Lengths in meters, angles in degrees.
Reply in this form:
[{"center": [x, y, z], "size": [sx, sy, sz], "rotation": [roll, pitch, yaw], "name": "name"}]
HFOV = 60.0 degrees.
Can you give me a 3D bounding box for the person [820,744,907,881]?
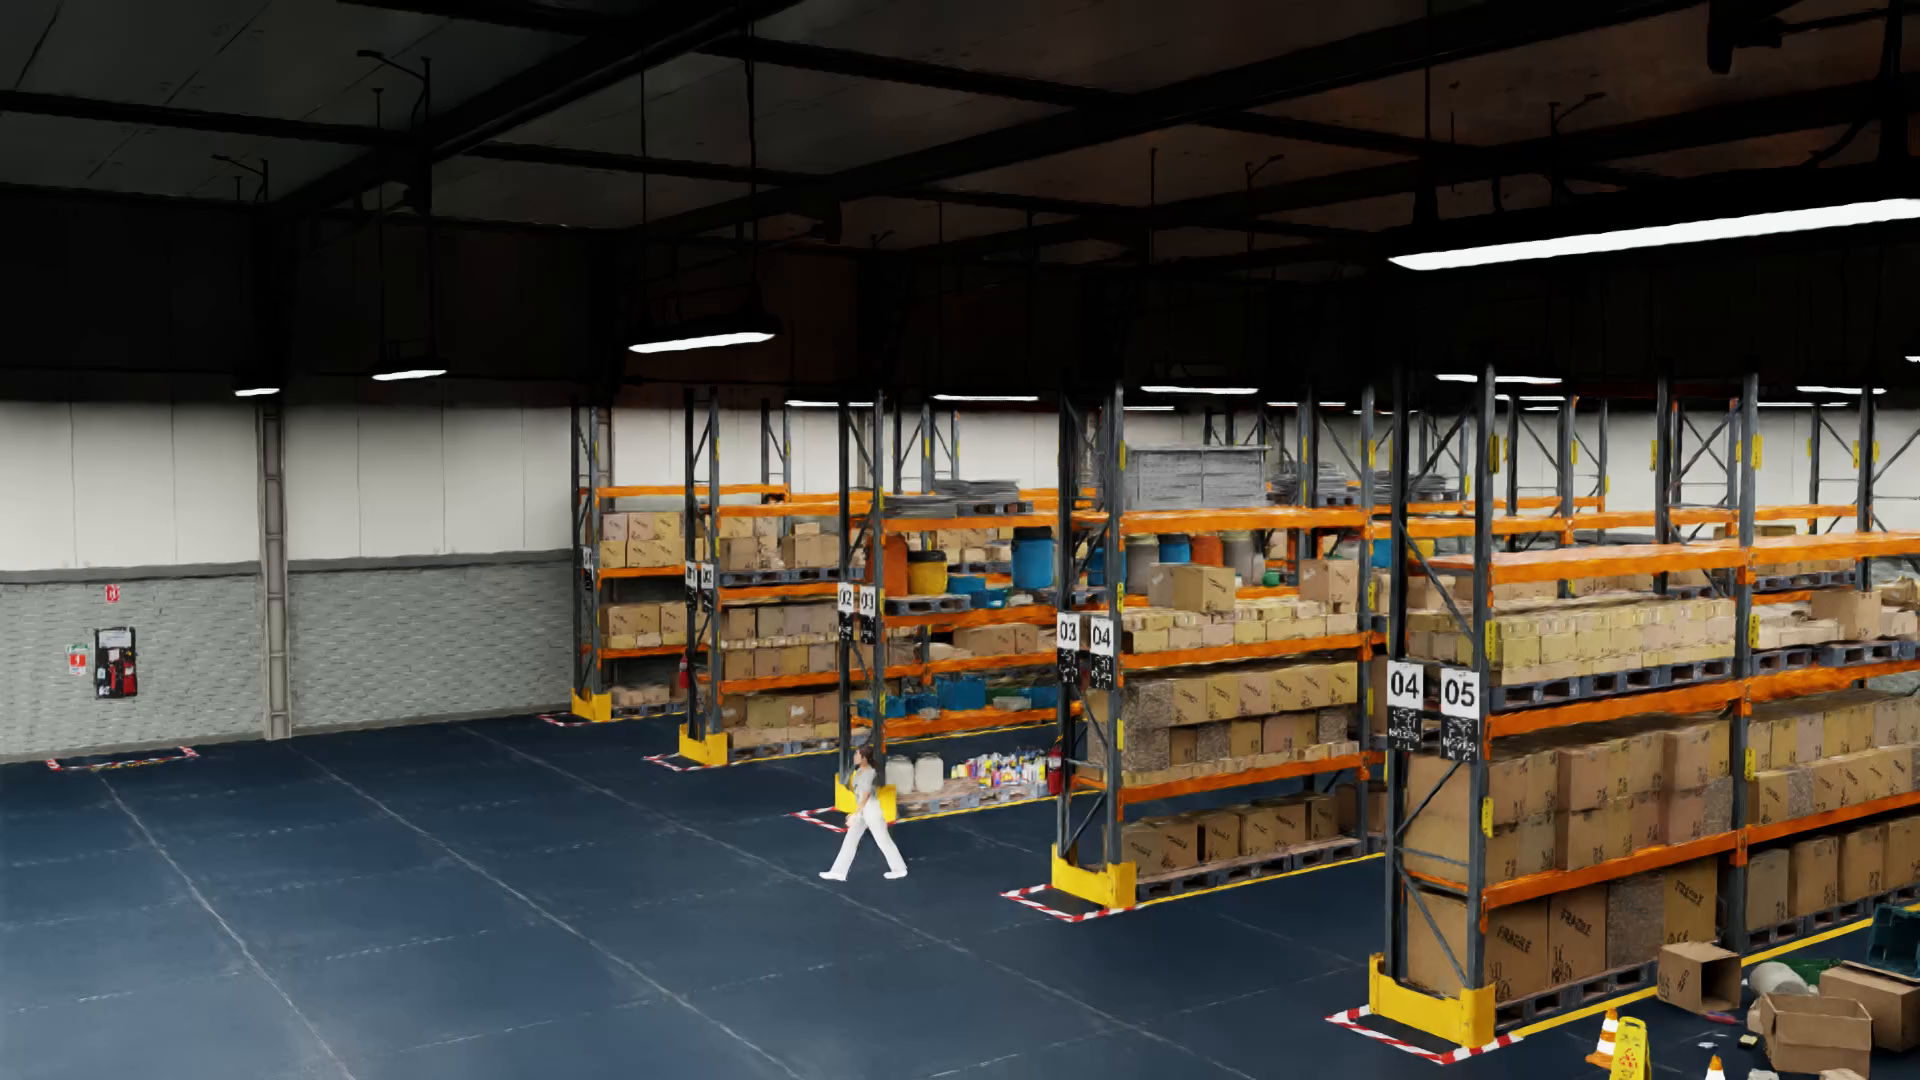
[{"center": [-1.106, 3.180, 19.392], "size": [1.018, 1.604, 0.442], "rotation": [-2, 4, -26], "name": "person"}]
